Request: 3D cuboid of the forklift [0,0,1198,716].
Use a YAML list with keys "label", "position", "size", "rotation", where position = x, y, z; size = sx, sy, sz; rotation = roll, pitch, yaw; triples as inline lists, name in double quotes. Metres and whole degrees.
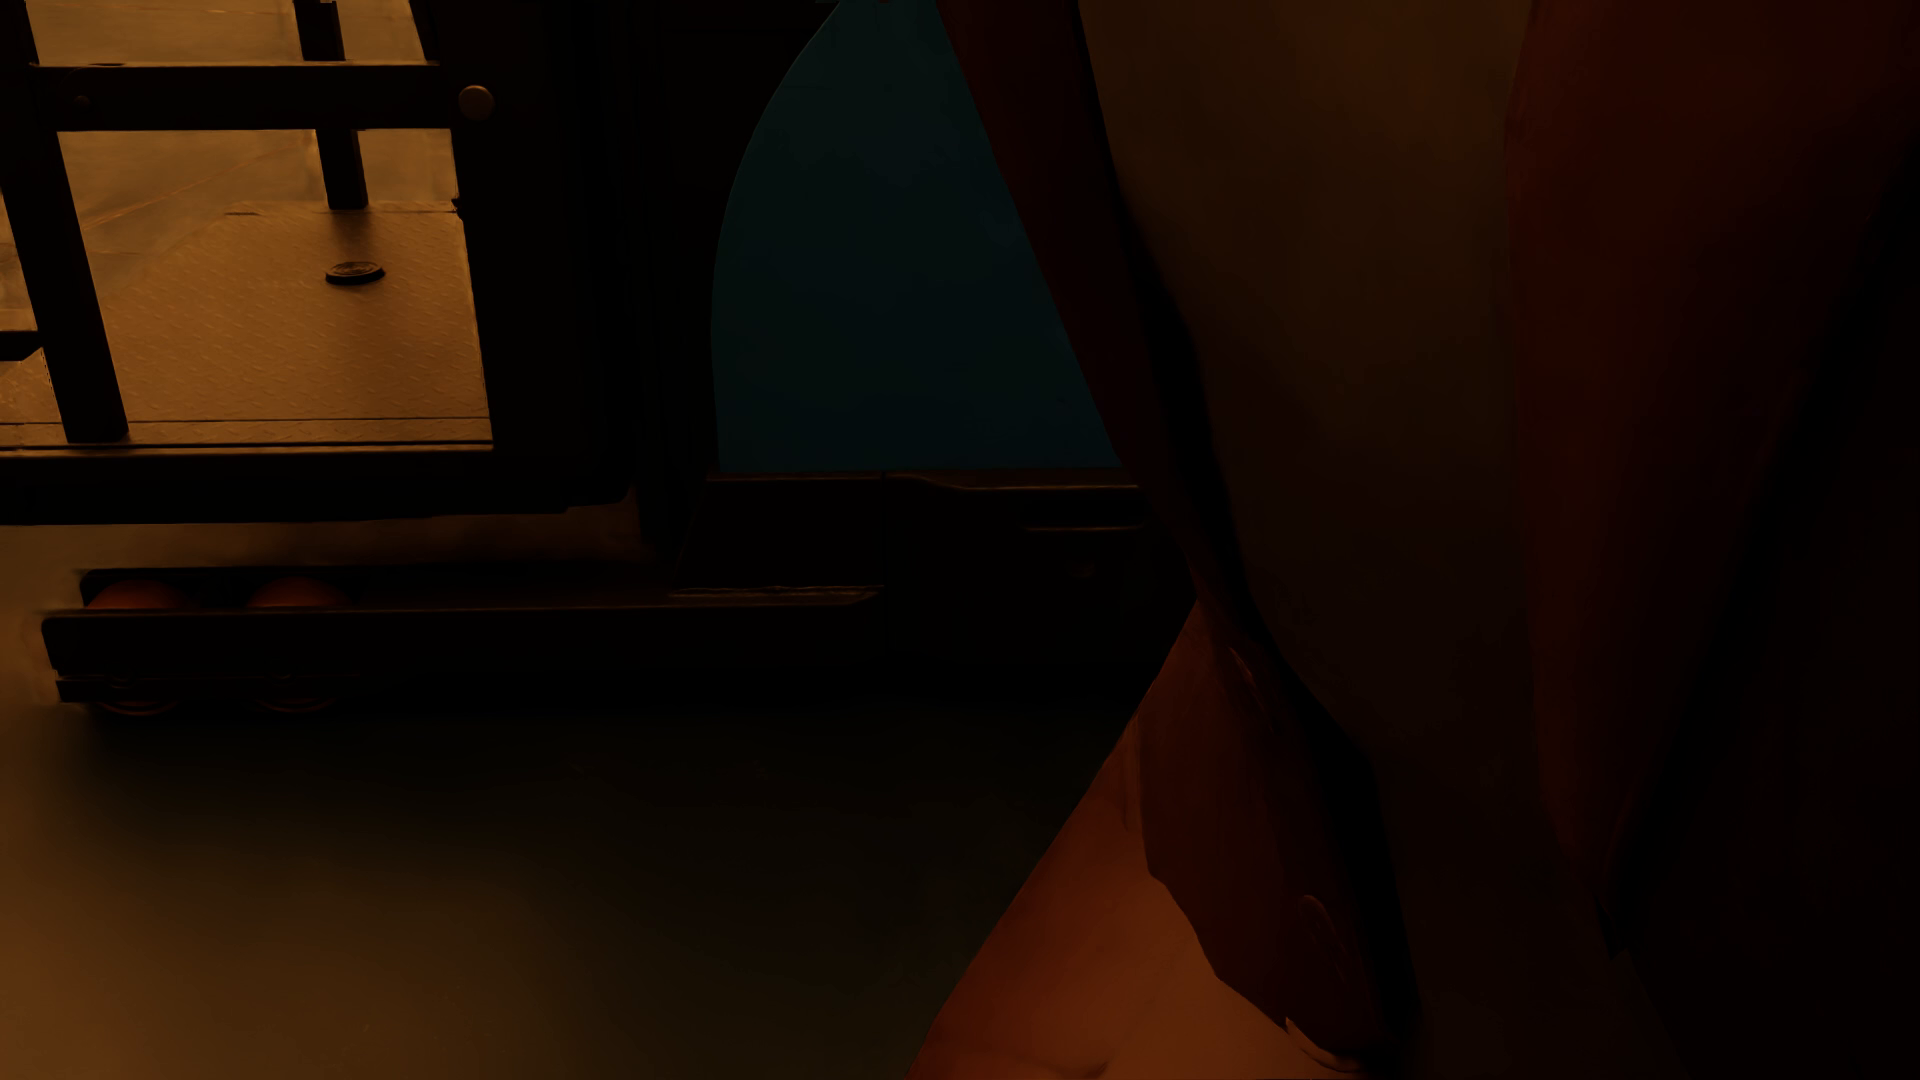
- label: "forklift"
  position: [-0.754, -1.333, 1.887]
  size: [3.031, 2.935, 1.130]
  rotation: [-1, 27, -2]
